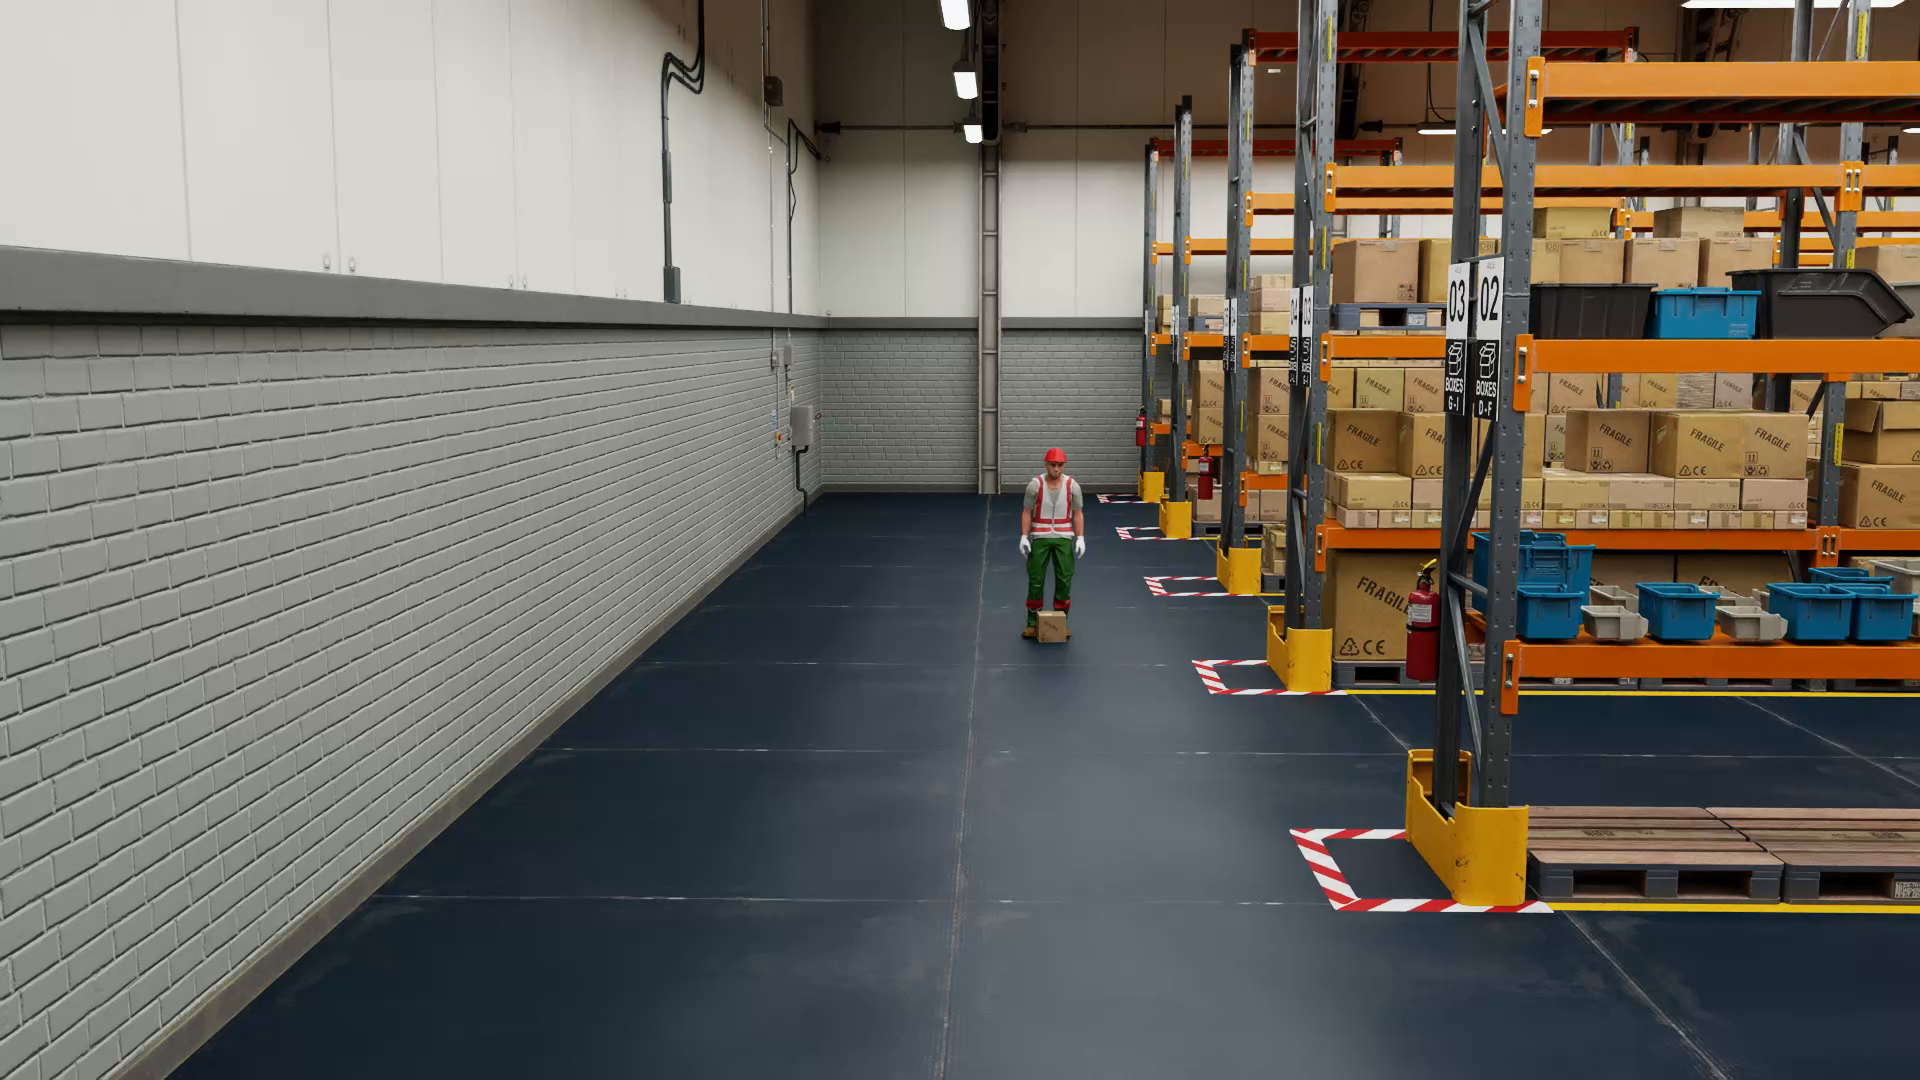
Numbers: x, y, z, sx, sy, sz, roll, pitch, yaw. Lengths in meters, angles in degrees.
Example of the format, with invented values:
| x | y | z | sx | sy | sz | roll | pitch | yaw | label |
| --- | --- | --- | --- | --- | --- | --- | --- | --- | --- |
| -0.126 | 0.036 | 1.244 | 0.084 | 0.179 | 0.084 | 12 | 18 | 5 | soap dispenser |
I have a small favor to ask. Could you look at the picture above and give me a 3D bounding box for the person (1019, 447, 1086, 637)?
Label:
| x | y | z | sx | sy | sz | roll | pitch | yaw | label |
| --- | --- | --- | --- | --- | --- | --- | --- | --- | --- |
| 0.864 | 0.019 | 15.545 | 0.623 | 1.780 | 0.447 | 0 | 7 | -1 | person |
